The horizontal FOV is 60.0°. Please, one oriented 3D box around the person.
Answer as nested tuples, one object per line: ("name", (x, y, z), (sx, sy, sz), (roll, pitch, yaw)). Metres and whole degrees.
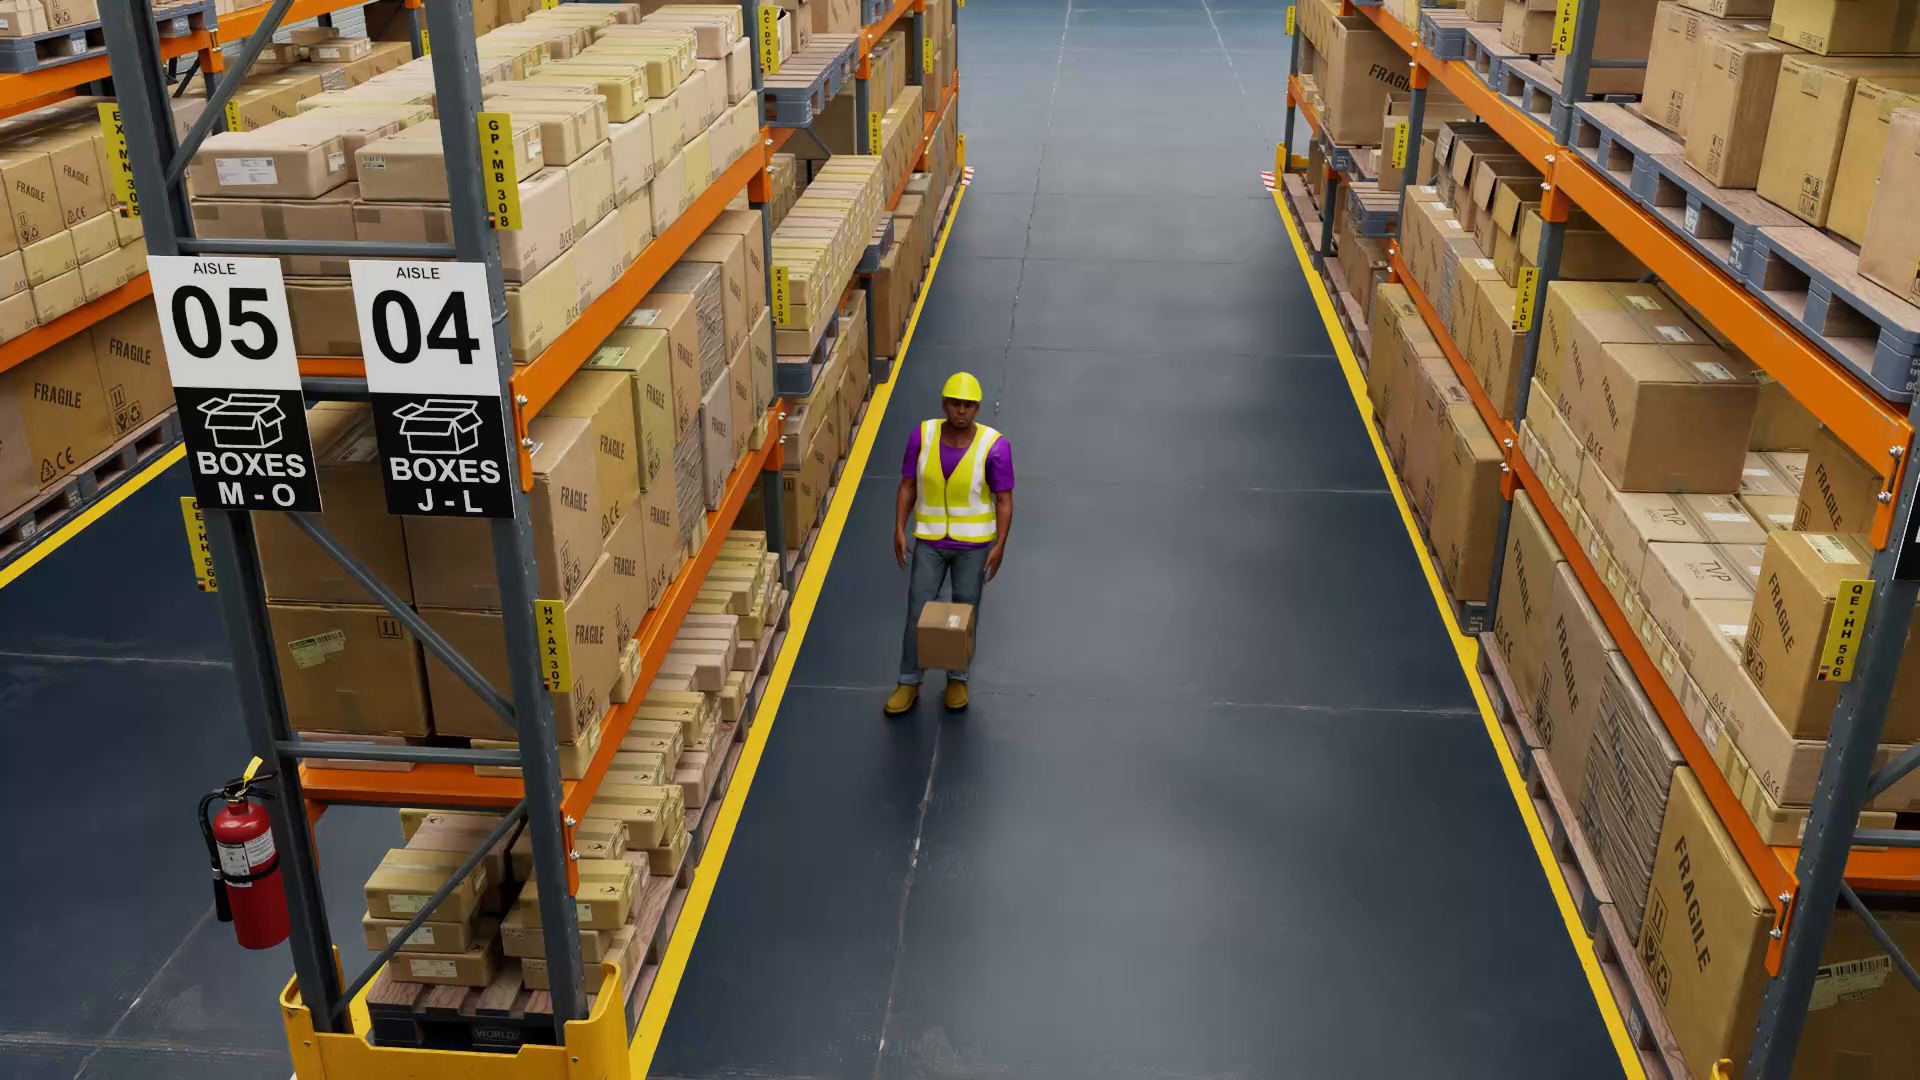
("person", (-0.054, 0.026, 8.498), (0.625, 1.768, 0.575), (5, 25, 10))
